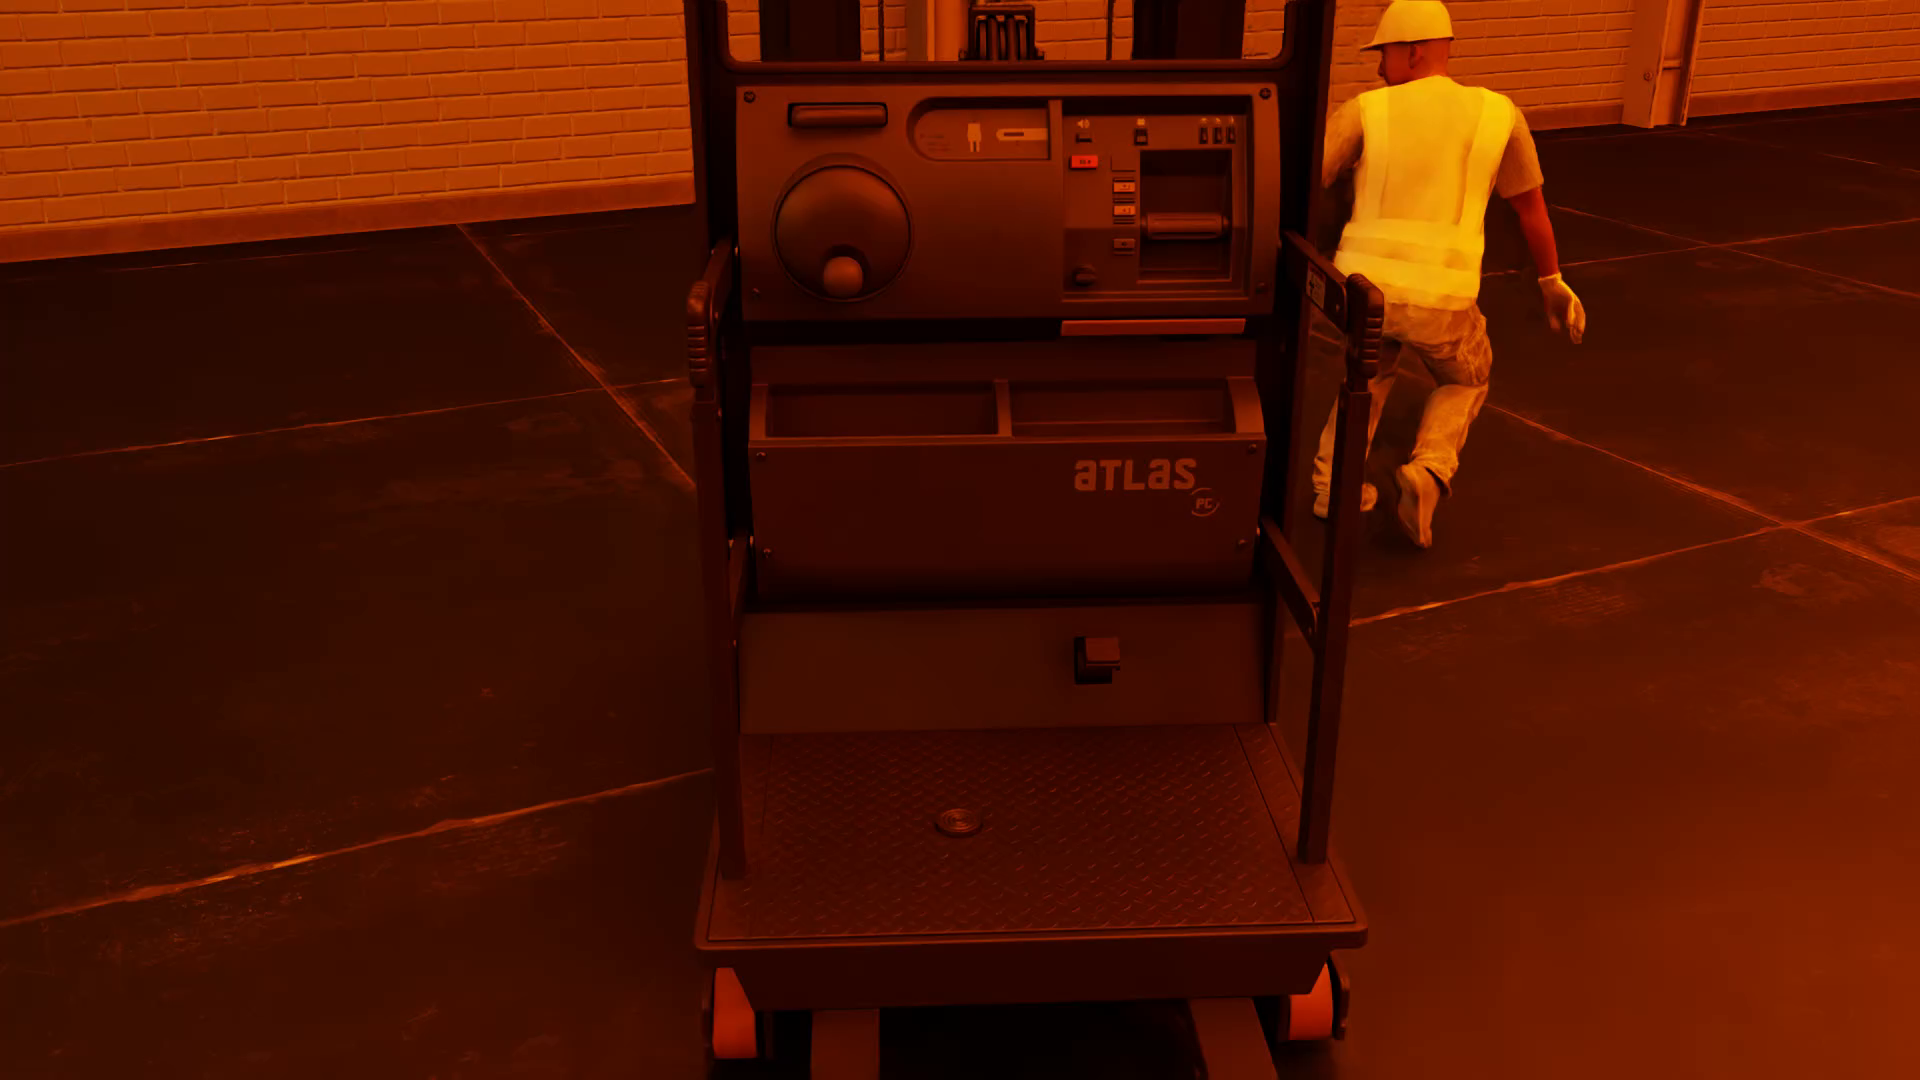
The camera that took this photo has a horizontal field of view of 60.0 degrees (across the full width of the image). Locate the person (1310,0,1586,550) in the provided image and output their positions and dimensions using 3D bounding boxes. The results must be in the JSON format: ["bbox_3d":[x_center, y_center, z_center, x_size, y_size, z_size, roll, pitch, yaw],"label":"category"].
[{"bbox_3d":[1.375,-0.776,4.965,0.959,1.593,0.586,7,24,17],"label":"person"}]

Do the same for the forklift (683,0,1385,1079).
[{"bbox_3d":[0.097,-0.571,2.660,1.130,2.935,3.031,-1,23,-3],"label":"forklift"}]
